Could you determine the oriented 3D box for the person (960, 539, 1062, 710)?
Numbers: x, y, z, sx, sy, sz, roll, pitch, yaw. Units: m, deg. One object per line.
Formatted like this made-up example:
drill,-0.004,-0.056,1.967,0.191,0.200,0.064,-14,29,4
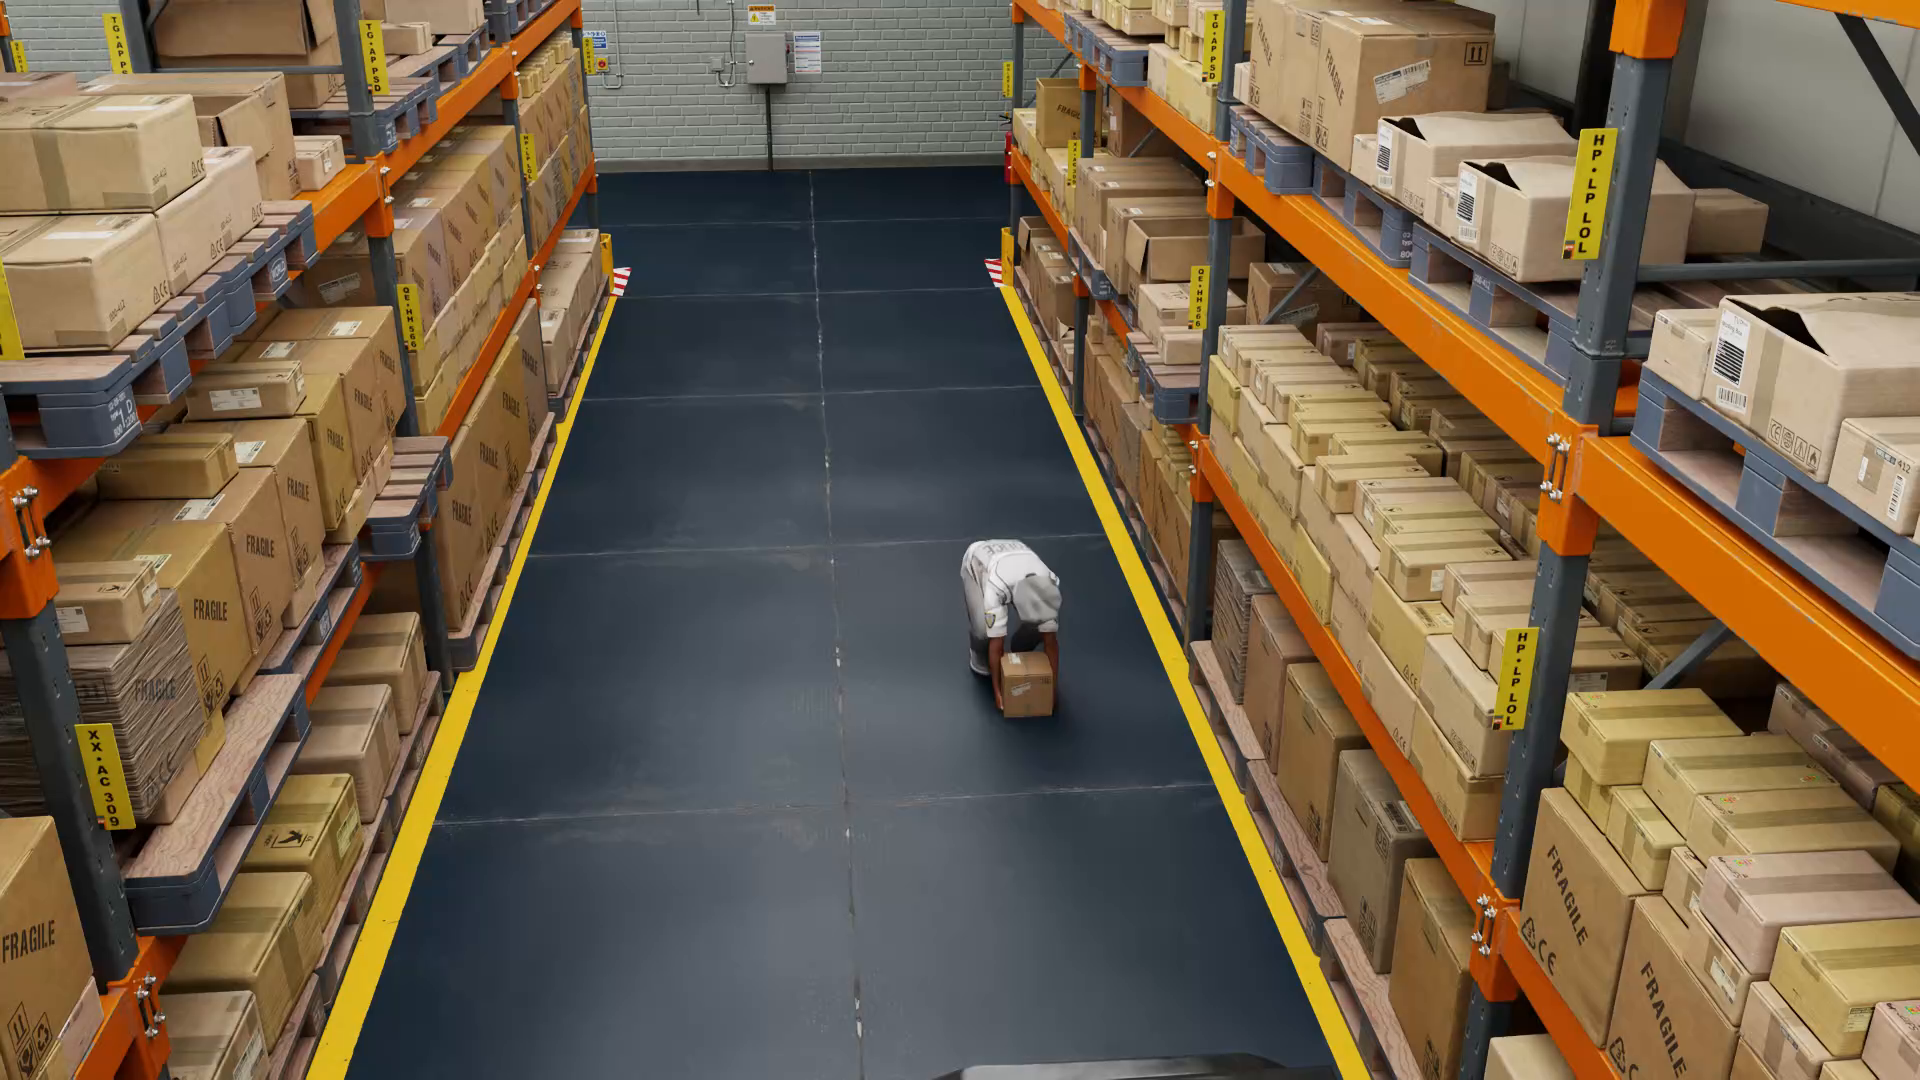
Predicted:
person,0.274,0.406,8.832,0.448,0.764,0.925,-5,24,-11
